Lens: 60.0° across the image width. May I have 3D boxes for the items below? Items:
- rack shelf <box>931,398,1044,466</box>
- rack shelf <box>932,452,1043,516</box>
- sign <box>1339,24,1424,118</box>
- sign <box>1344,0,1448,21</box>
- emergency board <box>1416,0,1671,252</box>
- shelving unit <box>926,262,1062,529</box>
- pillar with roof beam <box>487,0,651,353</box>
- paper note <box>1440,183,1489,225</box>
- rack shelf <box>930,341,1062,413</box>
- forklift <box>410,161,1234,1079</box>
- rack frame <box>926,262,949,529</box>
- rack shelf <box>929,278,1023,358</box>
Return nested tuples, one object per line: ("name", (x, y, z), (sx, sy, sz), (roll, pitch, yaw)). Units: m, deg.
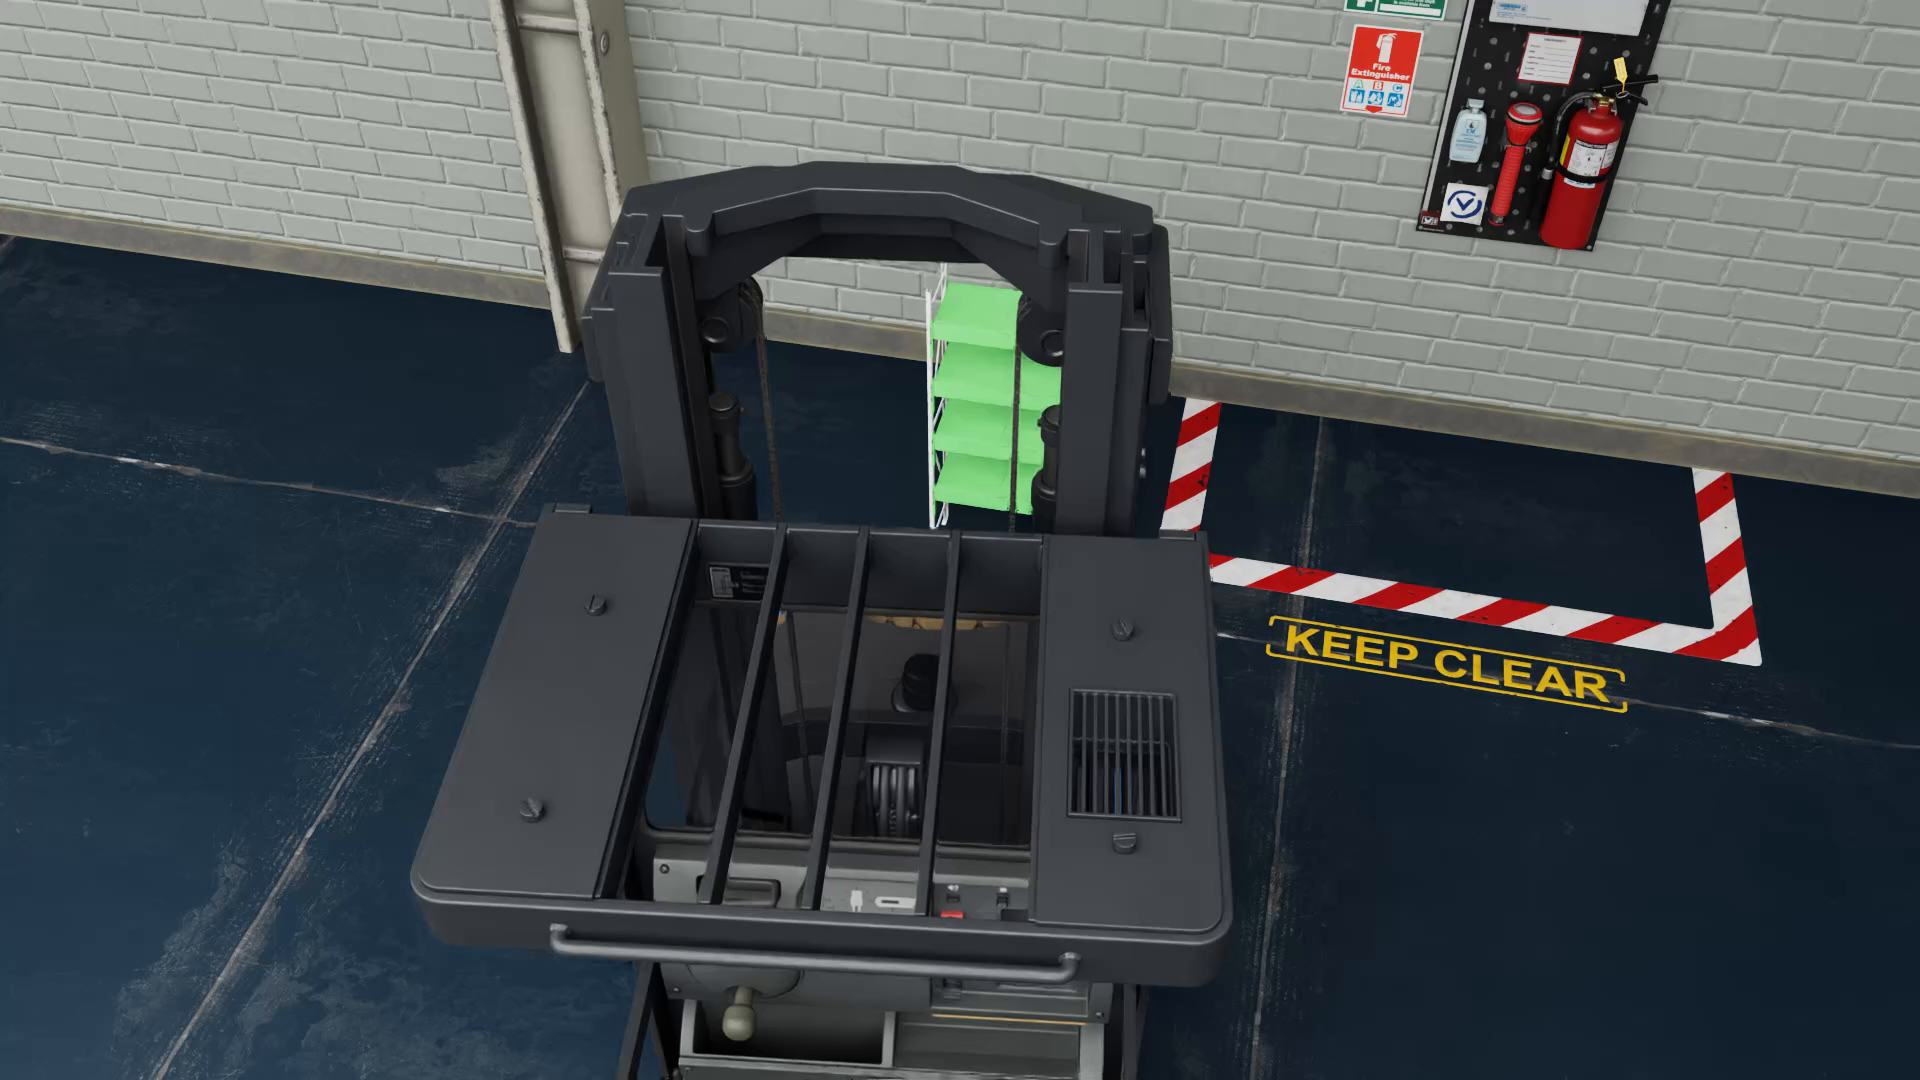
("rack shelf", (0.162, -0.361, 5.852), (0.480, 0.148, 0.258), (9, 45, 9))
("rack shelf", (0.162, -0.188, 6.019), (0.480, 0.148, 0.258), (9, 45, 9))
("sign", (1.453, -1.617, 5.742), (0.234, 0.329, 0.001), (9, 45, 9))
("sign", (1.456, -1.802, 5.551), (0.331, 0.109, 0.001), (9, 45, 9))
("emergency board", (1.970, -1.451, 5.595), (0.643, 1.169, 0.194), (9, 45, 9))
("shelving unit", (0.162, -0.407, 5.808), (0.503, 1.200, 0.258), (9, 45, 9))
("pillar with roof beam", (-2.422, -1.208, 1.016), (0.400, 9.000, 9.100), (9, 45, 9))
("paper note", (1.813, -1.207, 5.976), (0.142, 0.148, 0.016), (9, 45, 9))
("rack shelf", (0.162, -0.534, 5.686), (0.480, 0.148, 0.258), (9, 45, 9))
("forklift", (-0.161, 0.913, 3.188), (1.130, 2.935, 3.031), (3, 44, 3))
("rack frame", (-0.077, -0.444, 5.846), (0.015, 1.200, 0.240), (9, 45, 9))
("rack shelf", (0.162, -0.707, 5.519), (0.480, 0.148, 0.258), (9, 45, 9))
